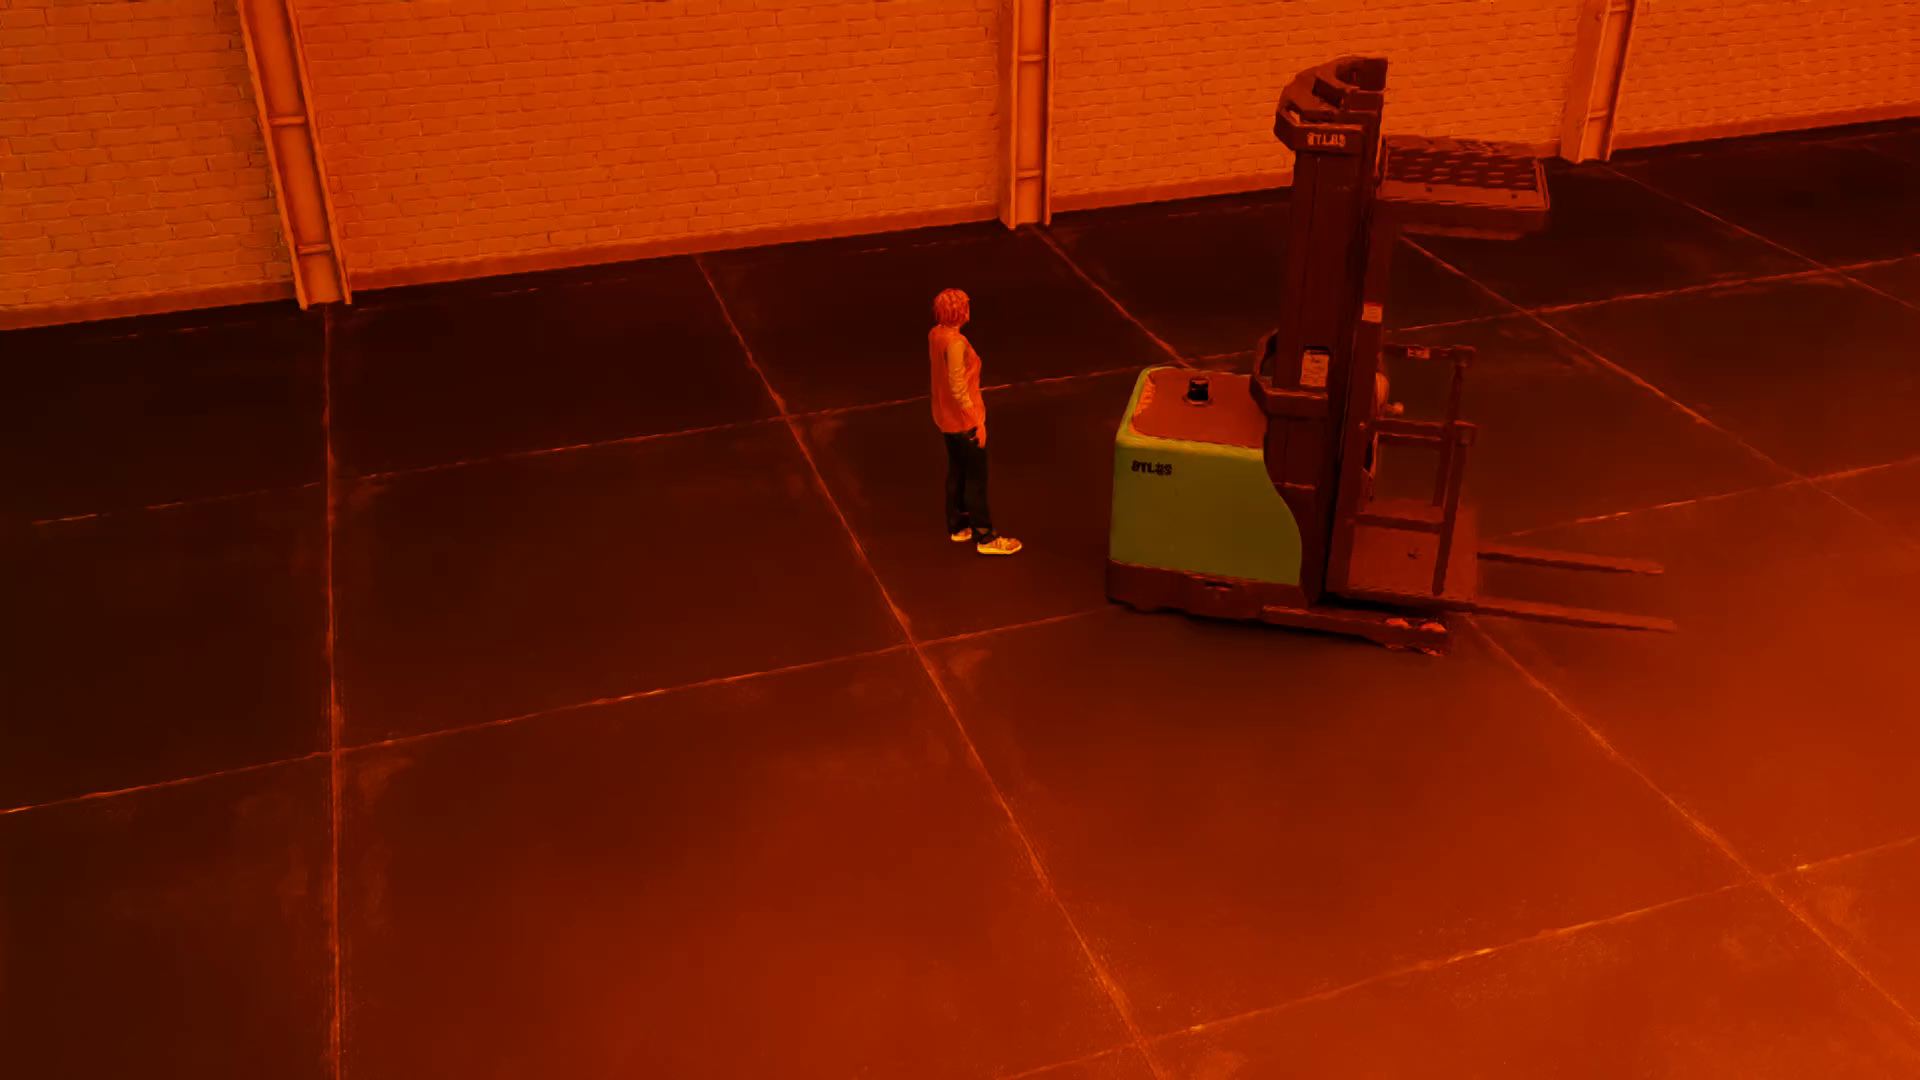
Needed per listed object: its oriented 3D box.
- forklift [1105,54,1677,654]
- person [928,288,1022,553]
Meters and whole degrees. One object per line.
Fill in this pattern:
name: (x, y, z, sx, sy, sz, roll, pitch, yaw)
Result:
forklift: (2.392, -0.951, 8.739, 3.031, 2.935, 1.130, 7, 31, 12)
person: (0.075, -0.704, 9.633, 0.474, 1.597, 0.520, -10, 31, -16)
